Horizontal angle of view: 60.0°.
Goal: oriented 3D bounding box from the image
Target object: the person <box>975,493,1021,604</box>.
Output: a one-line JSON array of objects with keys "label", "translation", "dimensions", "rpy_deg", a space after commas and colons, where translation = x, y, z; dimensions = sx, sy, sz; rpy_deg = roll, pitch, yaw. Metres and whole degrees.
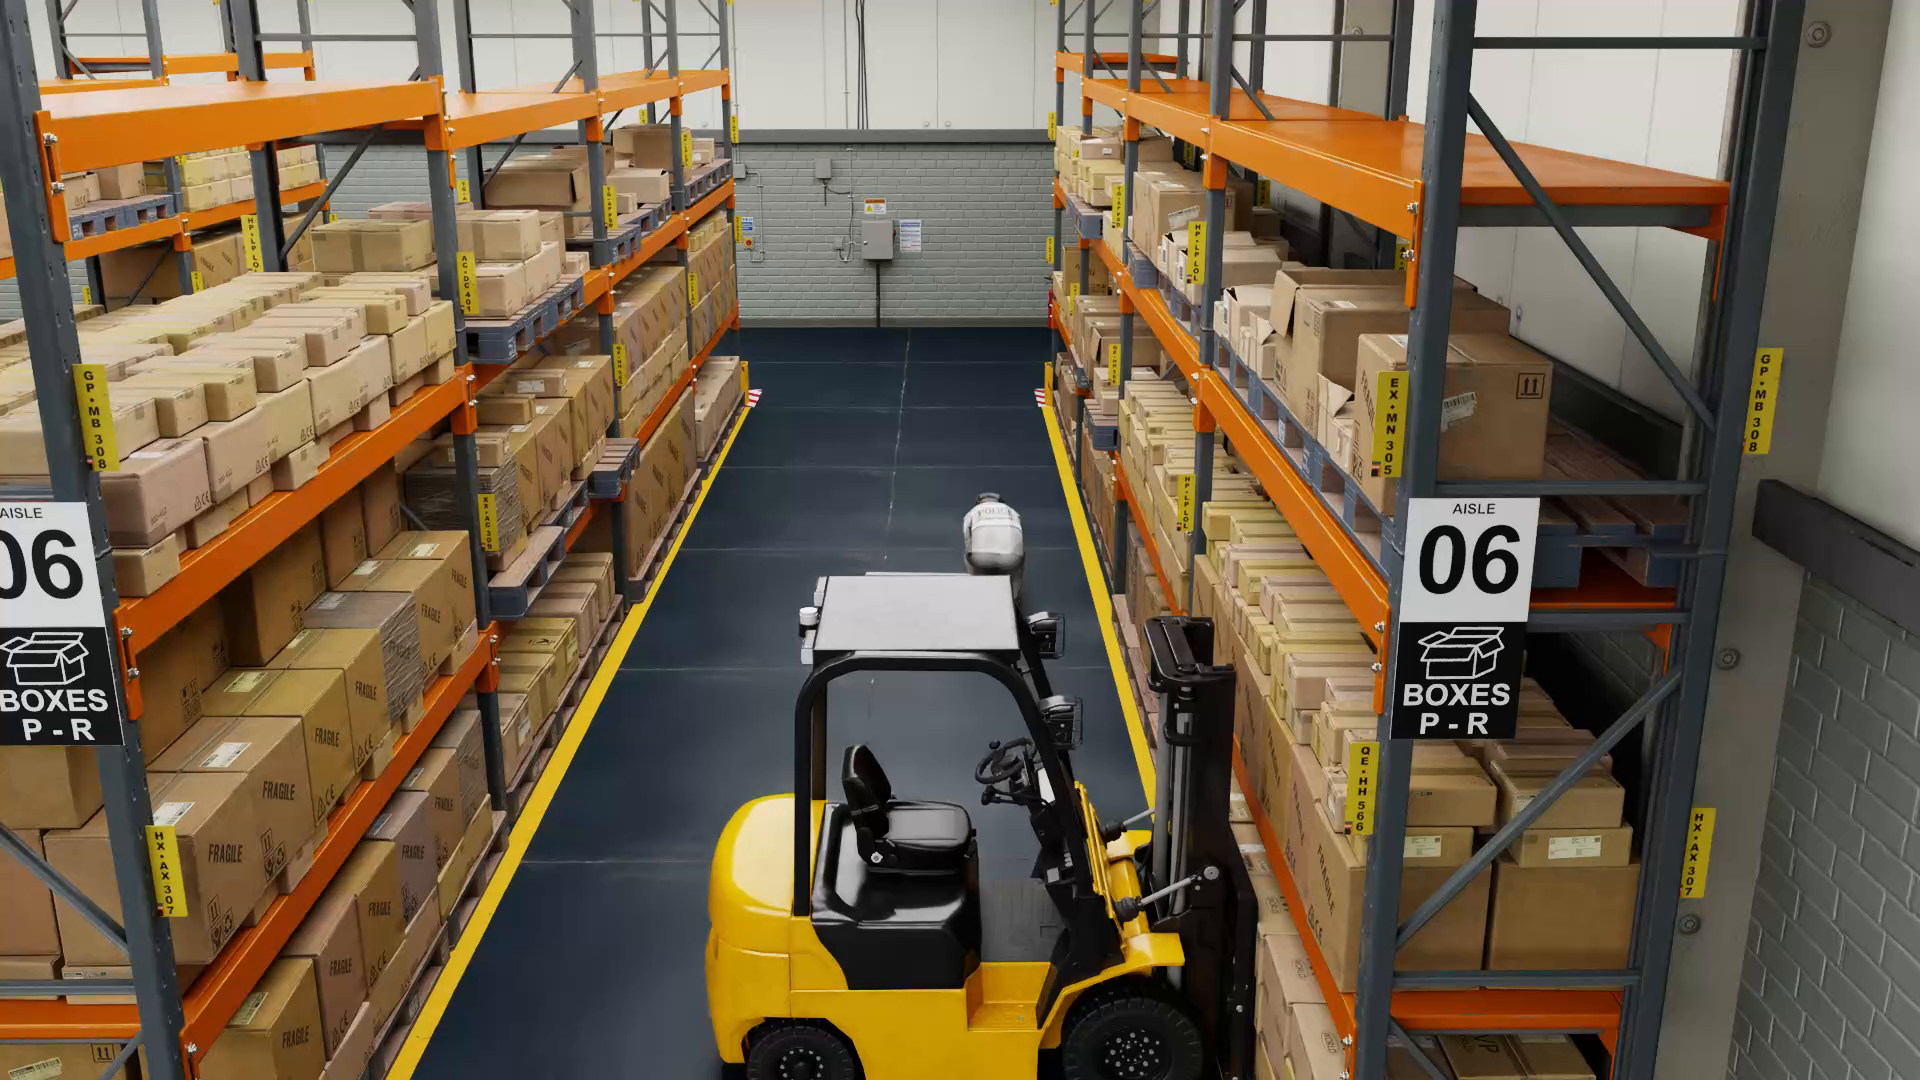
[{"label": "person", "translation": [0.293, 0.076, 13.926], "dimensions": [0.449, 0.803, 0.858], "rpy_deg": [1, 17, 2]}]
